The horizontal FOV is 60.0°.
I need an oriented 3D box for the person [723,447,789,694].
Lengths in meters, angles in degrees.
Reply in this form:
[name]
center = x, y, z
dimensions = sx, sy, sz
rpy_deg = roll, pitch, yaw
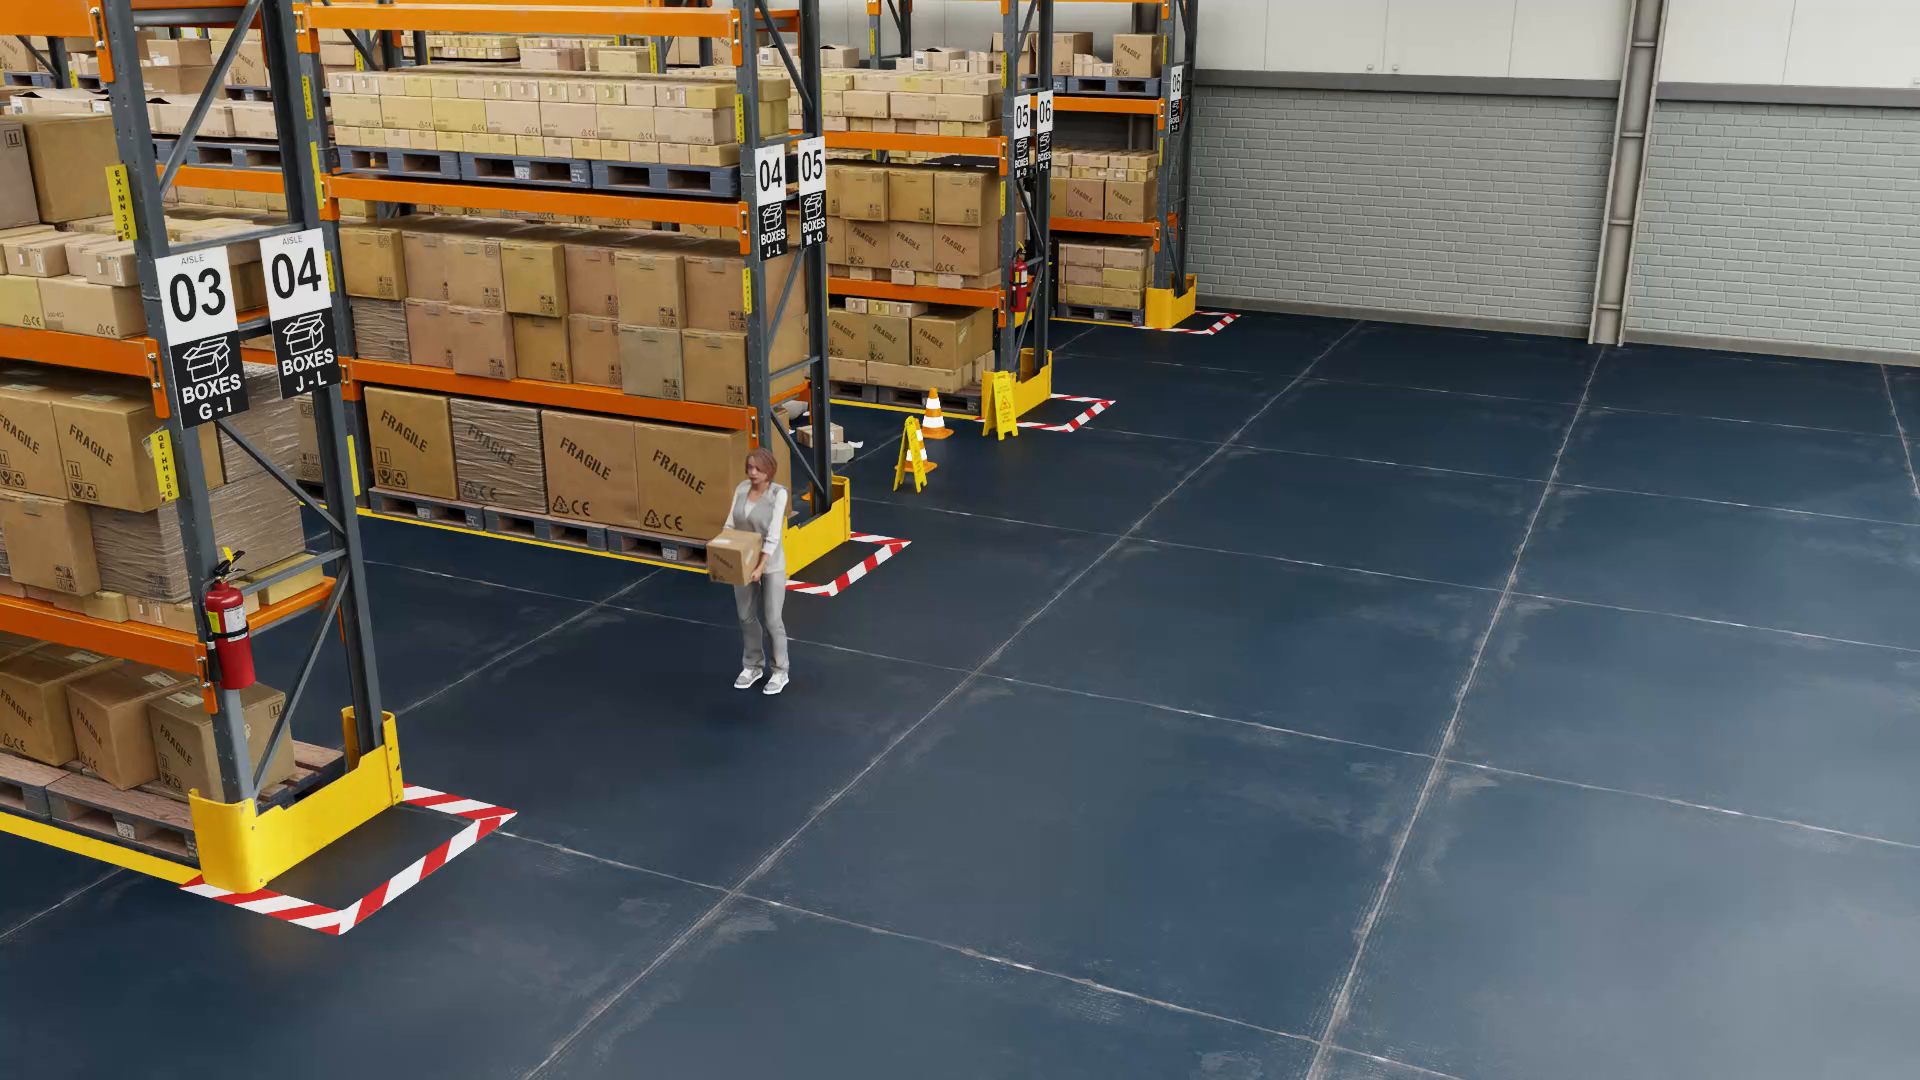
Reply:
[person]
center = -1.307, 0.212, 10.484
dimensions = 0.401, 1.596, 0.495
rpy_deg = 9, 21, 23
